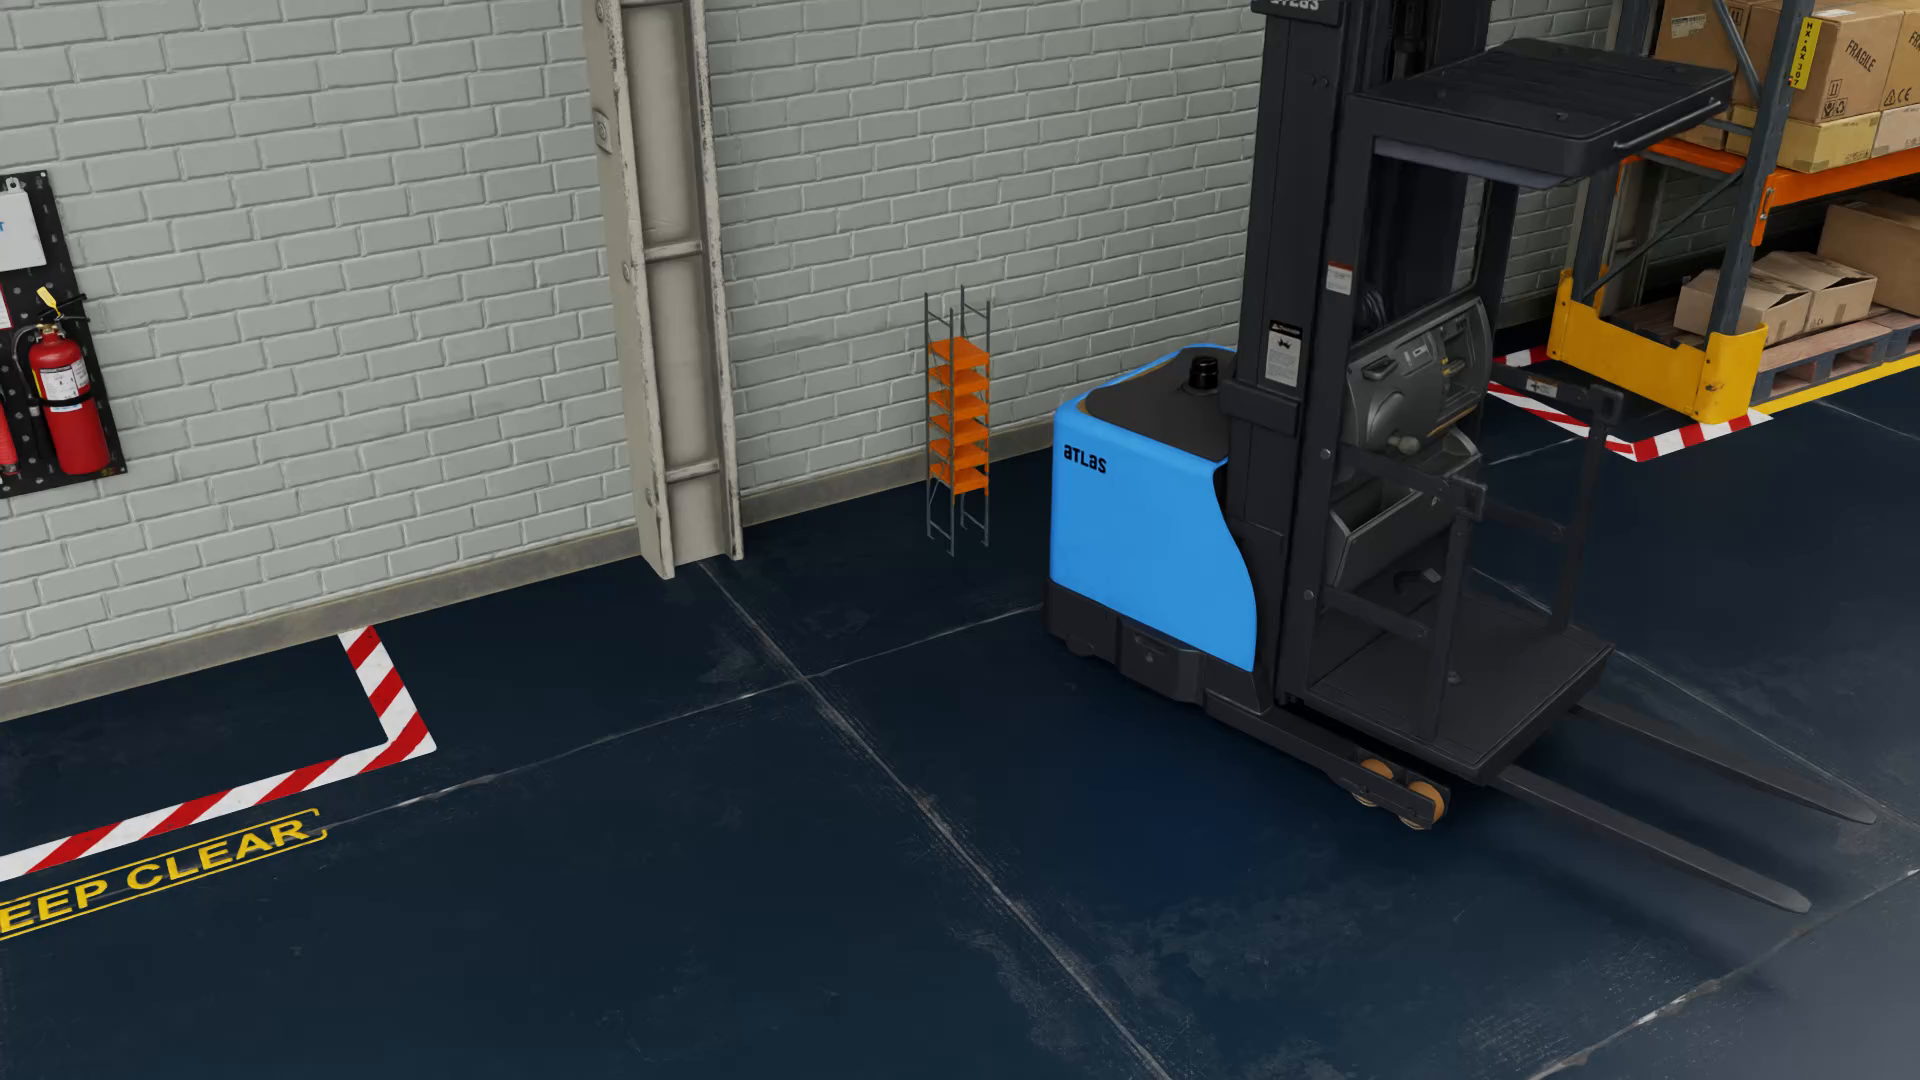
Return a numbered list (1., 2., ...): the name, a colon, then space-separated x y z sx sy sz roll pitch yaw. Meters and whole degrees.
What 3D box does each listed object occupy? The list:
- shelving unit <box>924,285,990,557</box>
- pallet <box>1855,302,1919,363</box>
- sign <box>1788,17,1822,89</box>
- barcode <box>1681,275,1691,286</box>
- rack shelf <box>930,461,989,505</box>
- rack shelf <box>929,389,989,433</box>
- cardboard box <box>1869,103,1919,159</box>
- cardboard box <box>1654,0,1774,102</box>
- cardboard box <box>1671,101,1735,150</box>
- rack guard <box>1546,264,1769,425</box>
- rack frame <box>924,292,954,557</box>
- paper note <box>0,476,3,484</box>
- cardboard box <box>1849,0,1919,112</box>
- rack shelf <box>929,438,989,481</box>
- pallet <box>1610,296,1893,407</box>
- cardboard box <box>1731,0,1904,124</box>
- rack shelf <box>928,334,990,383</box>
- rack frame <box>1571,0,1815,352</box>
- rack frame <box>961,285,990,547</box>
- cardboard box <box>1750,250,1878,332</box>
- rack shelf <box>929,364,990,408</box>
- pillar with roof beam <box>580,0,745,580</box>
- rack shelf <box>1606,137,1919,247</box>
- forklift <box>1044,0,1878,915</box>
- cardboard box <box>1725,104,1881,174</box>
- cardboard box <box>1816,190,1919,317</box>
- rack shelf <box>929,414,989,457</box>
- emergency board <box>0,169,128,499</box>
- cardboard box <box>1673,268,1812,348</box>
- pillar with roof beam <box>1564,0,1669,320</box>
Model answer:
1. shelving unit: -0.012 -0.522 7.454 0.189 1.200 0.258 -16 33 -26
2. pallet: 5.611 -1.463 10.182 1.213 0.211 1.003 -16 33 -26
3. sign: 4.052 -2.337 7.984 0.005 0.325 0.100 -16 33 -26
4. barcode: 4.232 -1.506 9.693 0.075 0.075 0.001 -16 33 -26
5. rack shelf: -0.012 -0.273 7.591 0.180 0.103 0.258 -16 33 -26
6. rack shelf: -0.012 -0.588 7.417 0.180 0.103 0.258 -16 33 -26
7. cardboard box: 4.799 -2.247 8.852 0.500 0.250 0.500 -17 33 -28
8. cardboard box: 4.076 -2.659 8.823 0.500 0.500 0.500 -16 33 -27
9. cardboard box: 4.082 -2.322 8.988 0.500 0.250 0.500 -15 32 -26
10. rack guard: 3.842 -1.108 9.241 0.348 0.500 1.175 -16 33 -26
11. rack frame: -0.091 -0.499 7.413 0.006 1.200 0.240 -16 33 -26
12. paper note: -3.568 -0.258 6.024 0.142 0.148 0.016 -16 33 -26
13. cardboard box: 4.772 -2.564 8.650 0.500 0.500 0.500 -16 33 -26
14. rack shelf: -0.012 -0.378 7.533 0.180 0.103 0.258 -16 33 -26
15. pallet: 4.561 -1.166 9.644 1.213 0.211 1.003 -16 33 -26
16. cardboard box: 4.341 -2.447 8.438 0.500 0.500 0.500 -16 33 -26
17. rack shelf: -0.012 -0.798 7.301 0.180 0.103 0.258 -16 33 -26
18. rack frame: 3.777 -2.184 8.603 0.127 3.000 1.000 -16 33 -26
19. rack frame: 0.066 -0.544 7.494 0.006 1.200 0.240 -16 33 -26
20. cardboard box: 4.910 -1.471 9.638 0.500 0.311 0.500 -13 31 -22
21. rack shelf: -0.012 -0.693 7.359 0.180 0.103 0.258 -16 33 -26
22. pillar with roof beam: 0.950 -2.080 2.206 0.400 9.000 9.100 -16 33 -26
23. rack shelf: 5.501 -2.359 9.664 4.000 0.370 1.077 -16 33 -26
24. forklift: 1.766 -0.544 5.702 3.031 2.935 1.130 25 37 37
25. cardboard box: 4.358 -2.114 8.611 0.500 0.250 0.500 -17 33 -28
26. cardboard box: 5.568 -1.712 9.880 0.500 0.500 0.700 -18 34 -29
27. rack shelf: -0.012 -0.483 7.475 0.180 0.103 0.258 -16 33 -26
28. emergency board: -3.381 -0.658 5.838 0.643 1.169 0.194 -16 33 -26
29. cardboard box: 4.419 -1.331 9.385 0.500 0.311 0.500 -20 35 -32
30. pillar with roof beam: 6.123 -3.549 4.867 0.400 9.000 9.100 -16 33 -26
